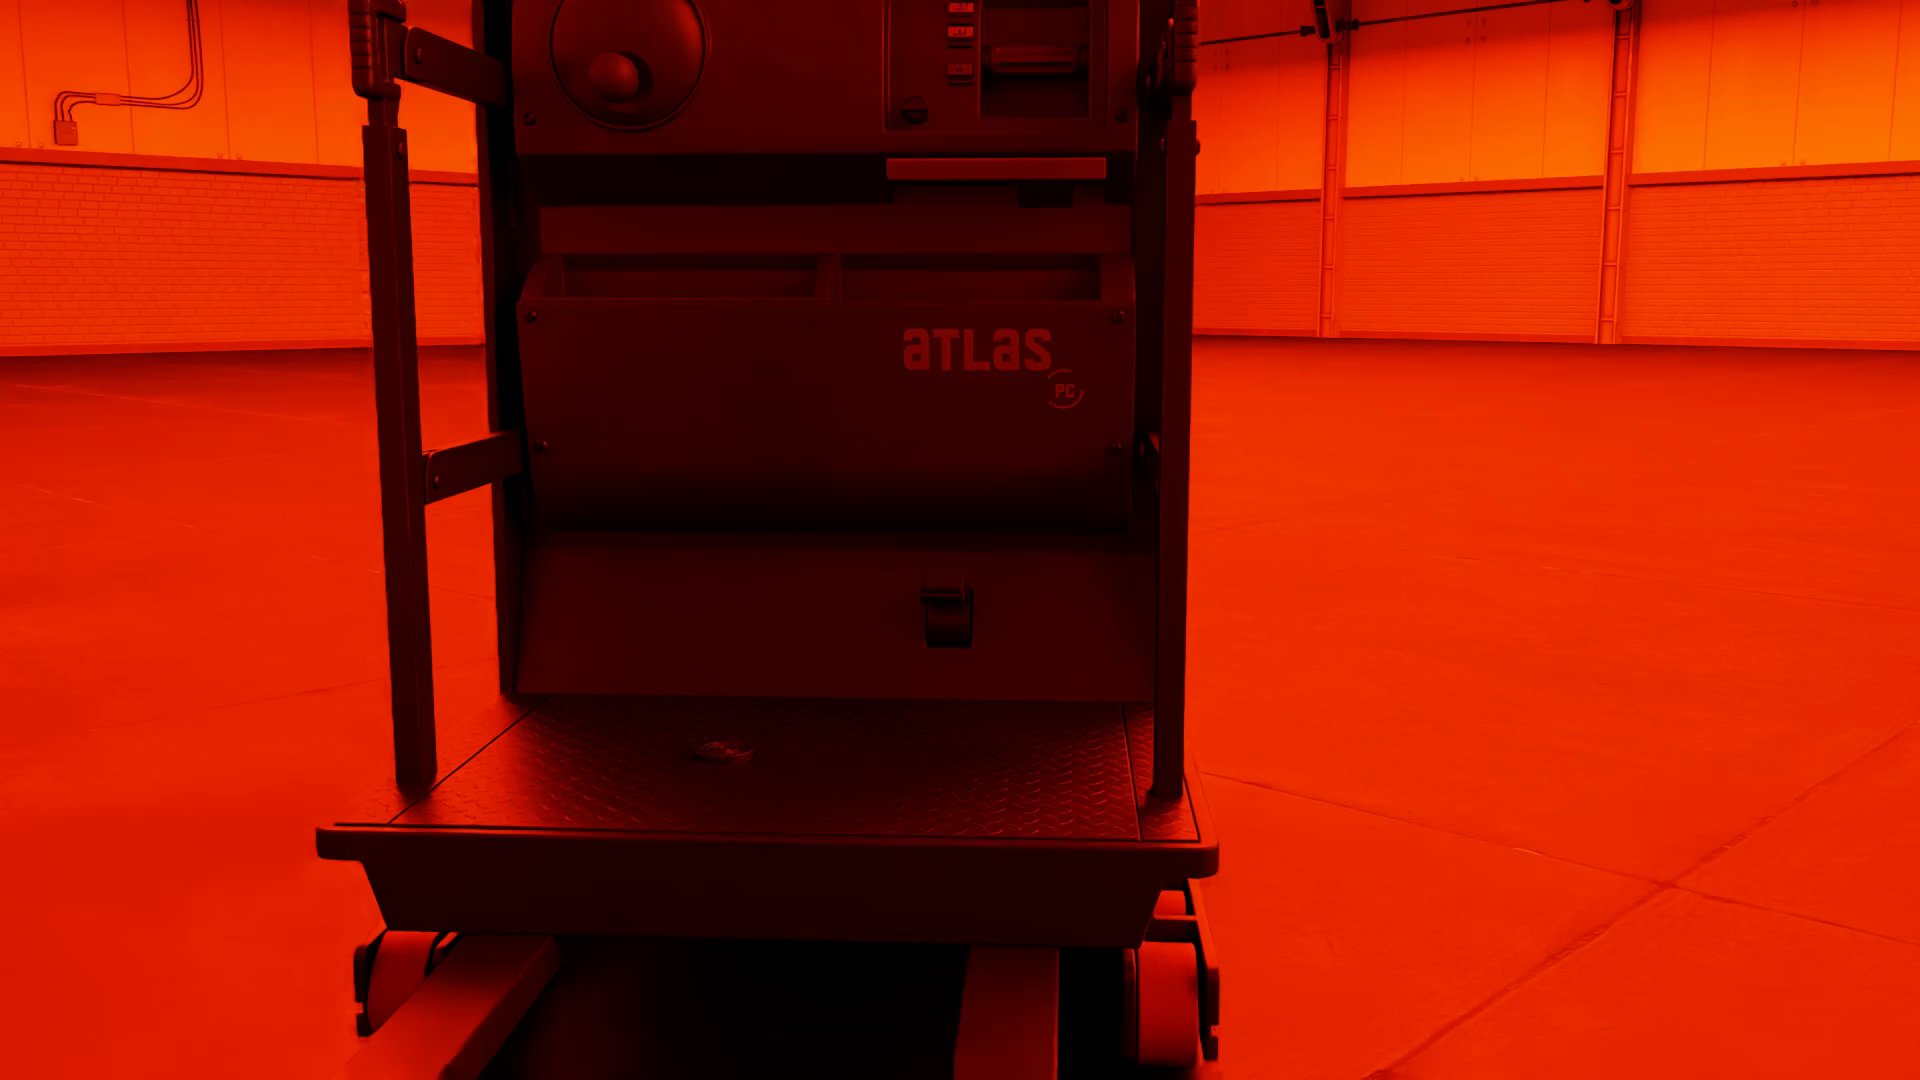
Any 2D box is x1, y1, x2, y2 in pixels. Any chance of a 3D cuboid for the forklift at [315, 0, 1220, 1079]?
[{"bbox_3d":[-0.211,-0.812,2.269,1.130,2.935,3.031,1,9,3],"label":"forklift"}]
